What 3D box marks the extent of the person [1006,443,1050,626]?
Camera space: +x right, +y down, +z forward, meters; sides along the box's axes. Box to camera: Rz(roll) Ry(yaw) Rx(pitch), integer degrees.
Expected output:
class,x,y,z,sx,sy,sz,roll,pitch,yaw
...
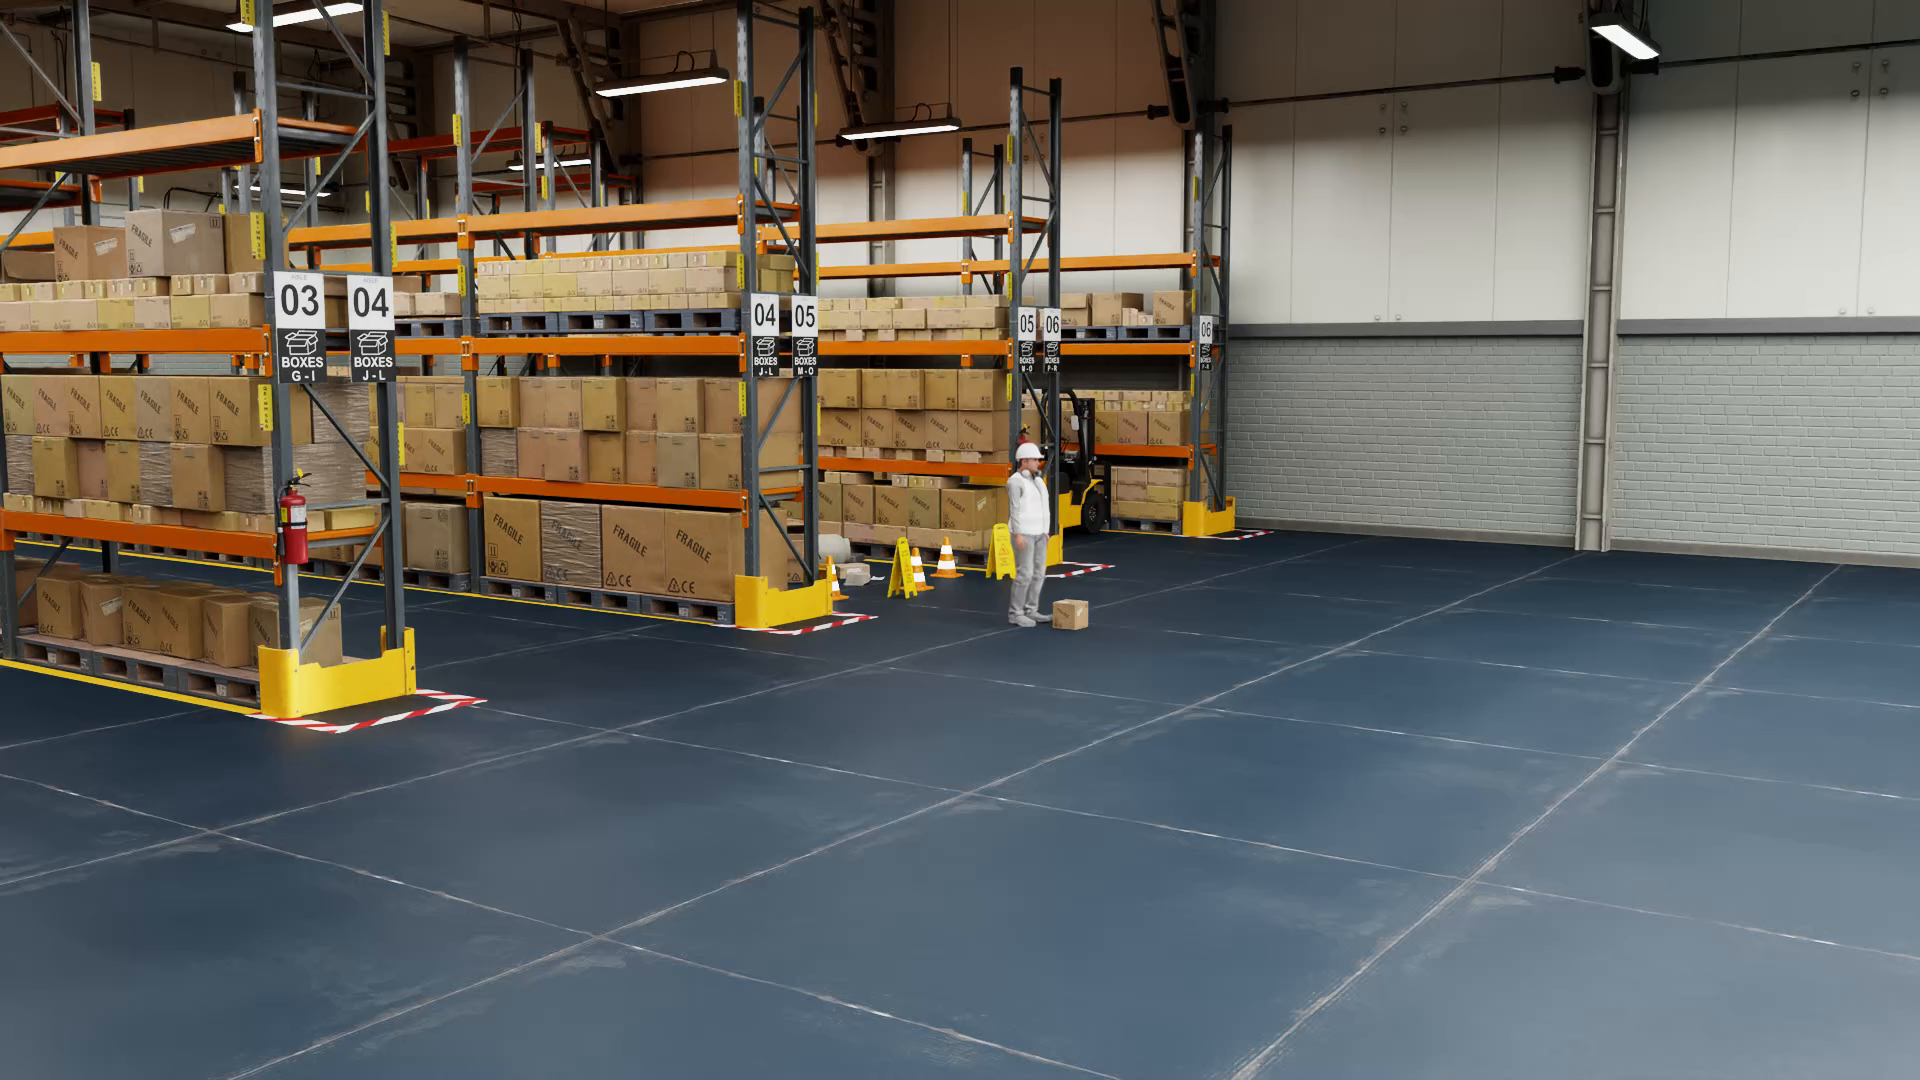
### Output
class,x,y,z,sx,sy,sz,roll,pitch,yaw
person,0.683,-0.064,16.261,0.360,1.768,0.533,4,8,35
